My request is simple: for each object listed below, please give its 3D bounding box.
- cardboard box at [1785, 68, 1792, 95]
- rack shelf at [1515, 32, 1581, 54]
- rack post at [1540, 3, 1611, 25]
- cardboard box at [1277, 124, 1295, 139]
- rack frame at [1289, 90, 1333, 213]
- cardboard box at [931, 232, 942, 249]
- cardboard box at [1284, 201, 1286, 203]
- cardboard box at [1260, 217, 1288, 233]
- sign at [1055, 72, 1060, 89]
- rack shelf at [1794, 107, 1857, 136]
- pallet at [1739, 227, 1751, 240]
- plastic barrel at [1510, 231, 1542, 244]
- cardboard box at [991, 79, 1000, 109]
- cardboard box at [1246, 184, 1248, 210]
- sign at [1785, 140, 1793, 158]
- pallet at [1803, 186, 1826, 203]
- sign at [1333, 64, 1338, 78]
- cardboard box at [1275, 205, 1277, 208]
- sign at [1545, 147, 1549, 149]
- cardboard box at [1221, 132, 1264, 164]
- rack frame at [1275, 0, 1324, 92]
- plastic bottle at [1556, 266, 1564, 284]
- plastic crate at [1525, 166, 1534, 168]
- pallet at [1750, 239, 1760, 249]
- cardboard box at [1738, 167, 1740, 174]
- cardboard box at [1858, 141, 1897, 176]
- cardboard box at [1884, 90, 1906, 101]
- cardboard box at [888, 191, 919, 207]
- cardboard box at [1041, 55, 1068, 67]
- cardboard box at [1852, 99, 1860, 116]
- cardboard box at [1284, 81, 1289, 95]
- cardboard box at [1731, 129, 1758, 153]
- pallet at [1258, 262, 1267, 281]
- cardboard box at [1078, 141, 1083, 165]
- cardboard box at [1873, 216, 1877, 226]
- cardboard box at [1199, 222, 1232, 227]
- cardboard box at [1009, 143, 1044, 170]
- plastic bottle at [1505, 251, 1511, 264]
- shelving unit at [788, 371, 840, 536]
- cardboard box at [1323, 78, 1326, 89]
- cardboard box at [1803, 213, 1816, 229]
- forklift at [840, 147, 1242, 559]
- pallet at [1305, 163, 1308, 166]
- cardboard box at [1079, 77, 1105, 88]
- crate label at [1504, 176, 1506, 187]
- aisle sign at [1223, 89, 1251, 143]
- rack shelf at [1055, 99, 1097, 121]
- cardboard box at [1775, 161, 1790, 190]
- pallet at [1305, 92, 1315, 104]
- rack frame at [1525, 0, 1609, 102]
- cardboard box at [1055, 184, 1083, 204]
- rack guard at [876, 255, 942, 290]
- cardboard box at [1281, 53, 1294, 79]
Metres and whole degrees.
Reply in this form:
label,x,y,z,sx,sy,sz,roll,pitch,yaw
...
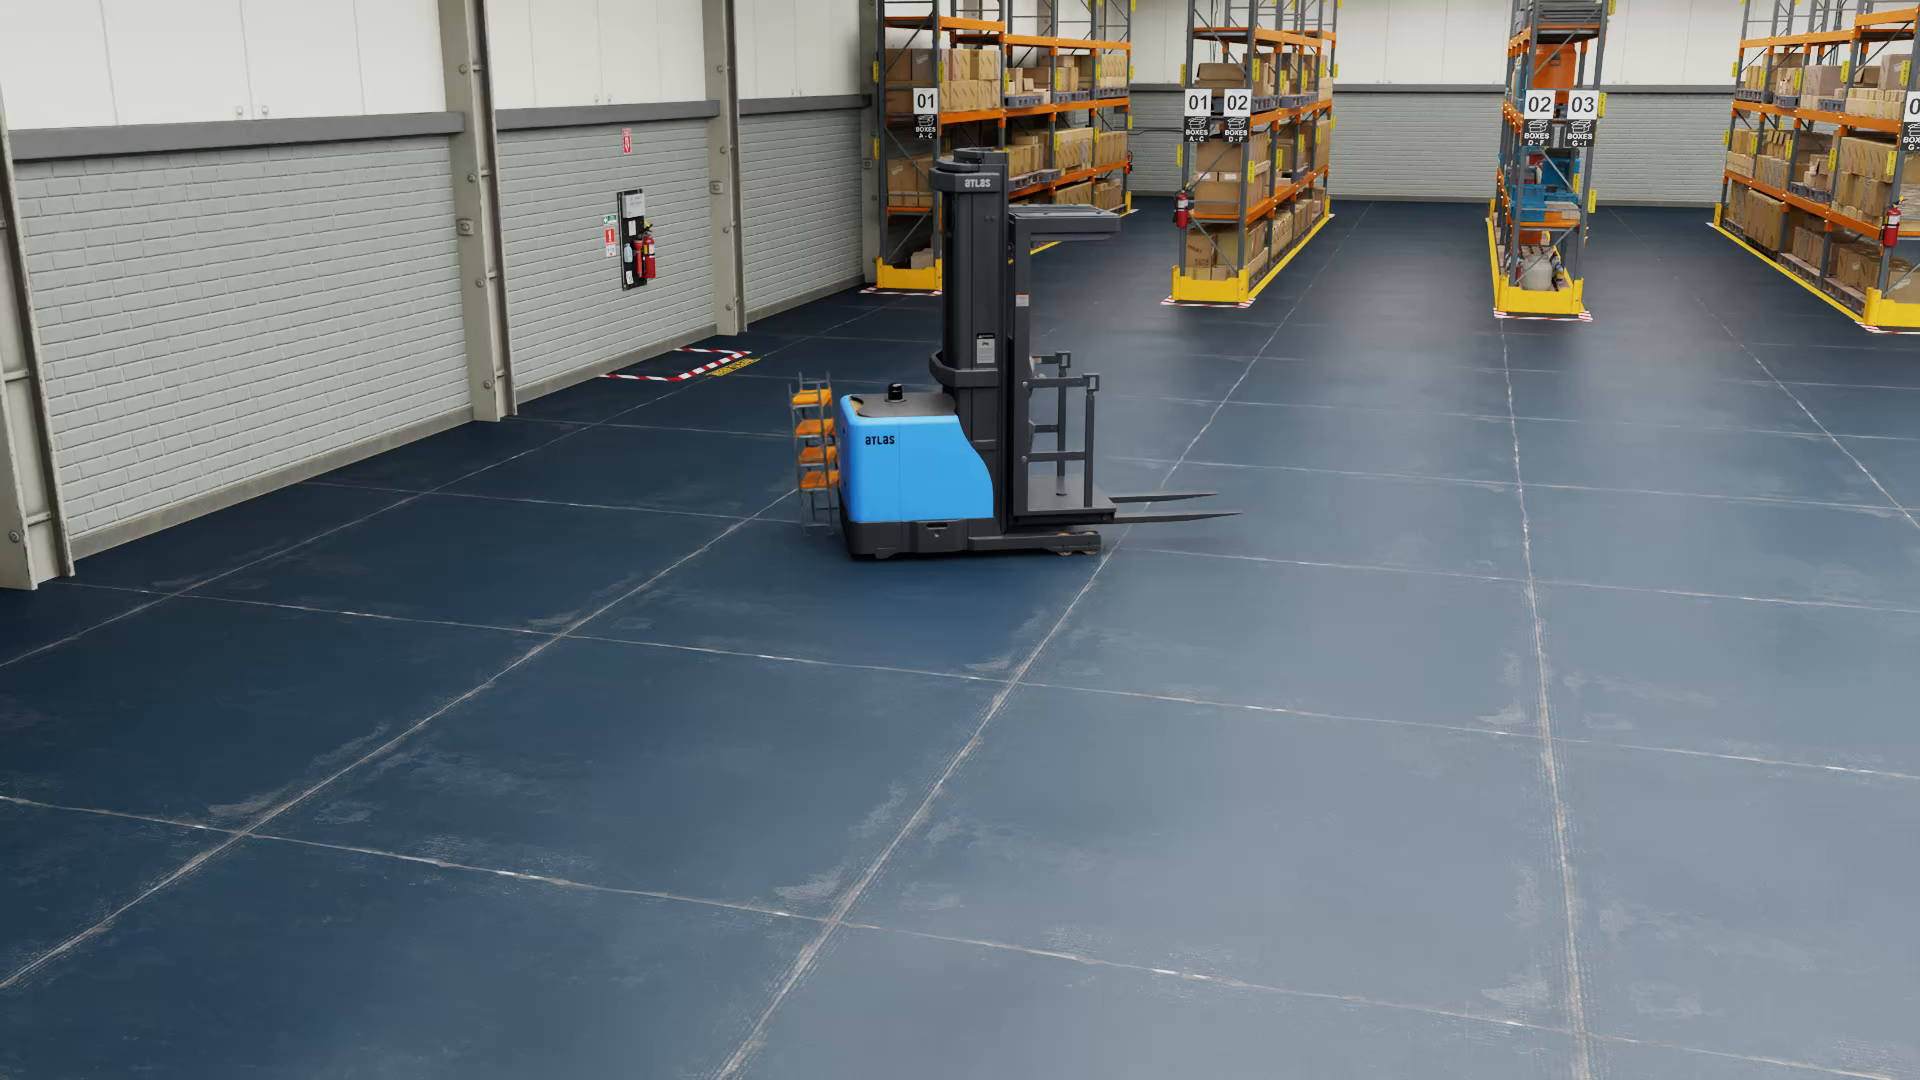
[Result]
label,x,y,z,sx,sy,sz,roll,pitch,yaw
cardboard box,16.264,-8.787,31.856,0.797,0.503,0.637,4,16,15
rack shelf,10.387,-8.765,29.290,1.077,0.370,4.000,5,16,16
rack post,9.018,-7.681,24.334,0.937,0.300,0.954,7,17,22
cardboard box,7.239,-9.053,37.235,0.500,0.500,0.500,5,17,16
rack frame,8.480,-9.418,40.538,1.000,3.000,0.127,5,16,16
cardboard box,-0.116,-5.136,29.214,0.700,0.500,0.500,4,16,12
cardboard box,6.832,-7.133,36.255,0.500,0.500,0.500,5,17,17
cardboard box,6.007,-6.050,31.904,0.500,0.311,0.500,5,16,16
sign,1.976,-9.358,33.879,0.100,0.325,0.005,5,16,16
rack shelf,15.135,-7.130,28.291,1.077,0.370,4.000,5,16,16
pallet,17.132,-6.454,35.197,1.003,0.211,1.213,5,16,16
plastic barrel,11.078,-6.228,32.496,0.600,0.830,0.708,5,16,16
cardboard box,0.412,-8.011,29.859,0.500,0.500,0.500,5,17,17
cardboard box,4.223,-5.539,26.679,0.700,0.500,0.500,5,17,17
sign,15.171,-7.155,30.438,0.100,0.325,0.005,5,16,16
pallet,15.180,-5.943,28.636,1.003,0.211,1.213,5,16,16
sign,9.007,-11.239,39.837,0.100,0.325,0.005,5,16,16
cardboard box,6.260,-6.973,34.317,0.500,0.250,0.500,5,17,18
sign,13.760,-9.073,39.022,0.100,0.325,0.005,5,16,16
cardboard box,4.808,-6.702,28.401,0.700,0.500,0.500,5,16,16
rack frame,7.344,-11.258,36.030,1.000,3.000,0.127,5,16,16
plastic bottle,9.495,-4.197,26.321,0.097,0.271,0.097,0,16,0
plastic crate,12.361,-7.999,35.909,0.396,0.136,0.243,5,16,16
pallet,16.693,-6.053,33.785,1.003,0.211,1.213,5,16,16
cardboard box,17.051,-7.990,35.961,0.380,0.149,0.250,5,17,17
cardboard box,13.781,-5.691,24.834,0.500,0.500,0.500,5,16,16
cardboard box,13.417,-6.329,23.694,0.380,0.149,0.250,5,17,16
cardboard box,-0.870,-5.690,27.632,0.500,0.250,0.500,5,17,17
cardboard box,2.075,-10.453,36.325,0.500,0.250,0.500,4,16,14
cardboard box,14.048,-6.644,25.534,0.500,0.250,0.500,4,16,15
cardboard box,6.000,-8.637,31.790,0.500,0.250,0.500,5,17,17
cardboard box,17.440,-8.845,36.873,0.500,0.500,0.500,4,16,15
pallet,4.804,-4.733,29.128,1.003,0.211,1.213,5,16,16
cardboard box,2.417,-8.551,36.713,0.500,0.500,0.500,5,16,16
cardboard box,13.492,-4.632,24.123,0.380,0.149,0.250,5,16,16
cardboard box,4.354,-5.160,28.420,0.500,0.500,0.500,5,16,16
cardboard box,1.332,-7.845,34.000,0.700,0.500,0.500,3,16,9
plastic bottle,9.191,-4.652,27.782,0.144,0.351,0.185,5,17,17
shelving unit,-1.125,-0.681,13.001,0.258,1.200,0.503,-3,16,5
cardboard box,8.014,-10.352,37.691,0.500,0.250,0.500,5,16,16
cardboard box,15.542,-5.748,29.999,0.500,0.250,0.500,5,17,18
forklift,0.619,-1.435,12.517,3.031,2.935,1.130,-2,16,-8
pallet,7.012,-8.079,36.167,1.003,0.211,1.213,5,16,16
cardboard box,3.042,-10.536,38.305,0.500,0.250,0.500,5,16,16
crate label,10.476,-6.779,31.538,0.303,0.233,0.416,5,16,16
aisle sign,4.208,-6.442,25.281,0.394,0.787,0.004,5,16,16
rack shelf,2.025,-9.329,36.043,1.077,0.370,4.000,5,16,16
cardboard box,15.754,-6.883,31.414,0.500,0.500,0.500,4,16,15
pallet,6.799,-9.288,34.925,1.213,0.211,1.003,5,16,16
rack frame,8.681,-7.733,23.603,1.000,3.000,0.127,5,16,16
cardboard box,2.283,-7.510,36.979,0.750,0.750,0.750,5,17,18
rack guard,-0.796,-4.433,27.542,1.175,0.500,0.348,5,16,16
cardboard box,6.337,-9.411,33.000,0.500,0.500,0.500,5,16,16
